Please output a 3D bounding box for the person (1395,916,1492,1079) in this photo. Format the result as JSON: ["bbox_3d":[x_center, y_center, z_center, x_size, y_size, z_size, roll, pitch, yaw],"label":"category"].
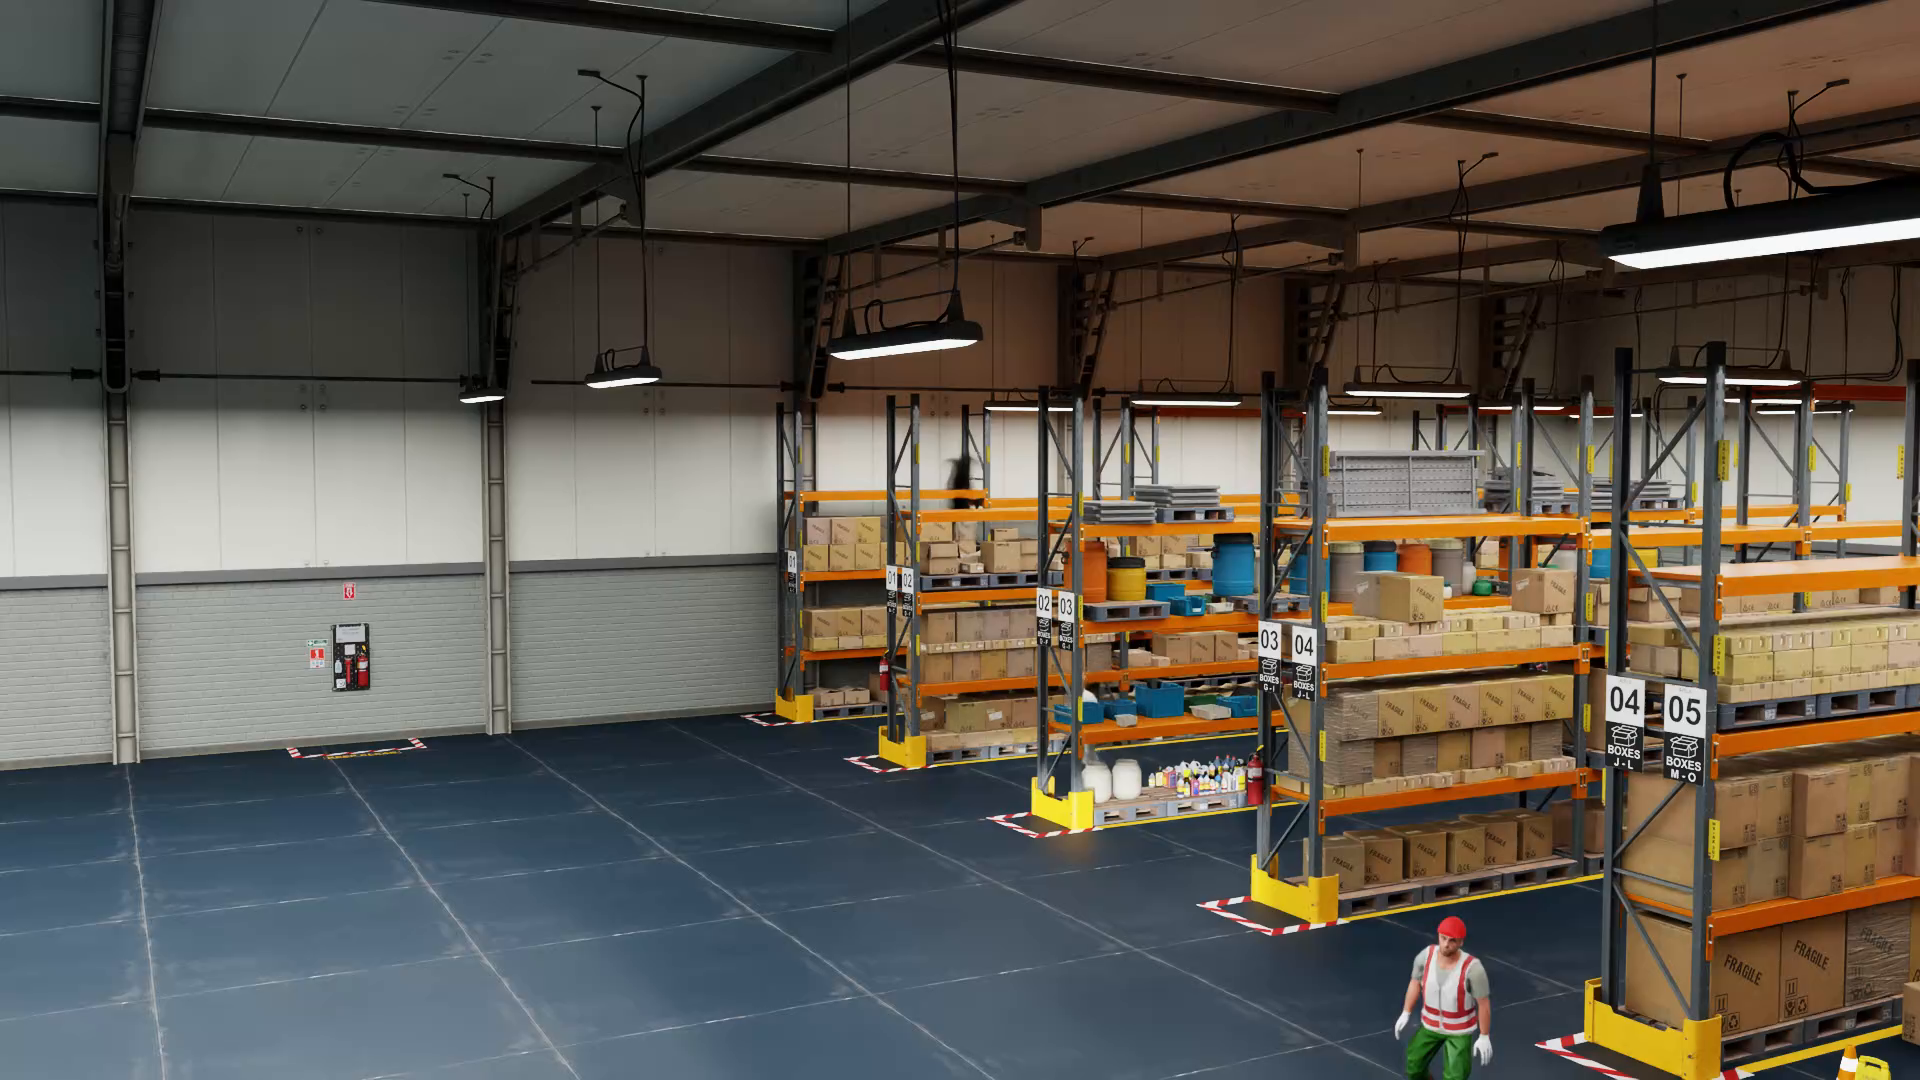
[{"bbox_3d":[3.630,3.599,12.393,0.786,1.732,0.718,2,4,35],"label":"person"}]

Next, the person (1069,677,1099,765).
[{"bbox_3d":[1.889,2.897,25.659,0.892,1.646,0.700,-3,4,-41],"label":"person"}]
